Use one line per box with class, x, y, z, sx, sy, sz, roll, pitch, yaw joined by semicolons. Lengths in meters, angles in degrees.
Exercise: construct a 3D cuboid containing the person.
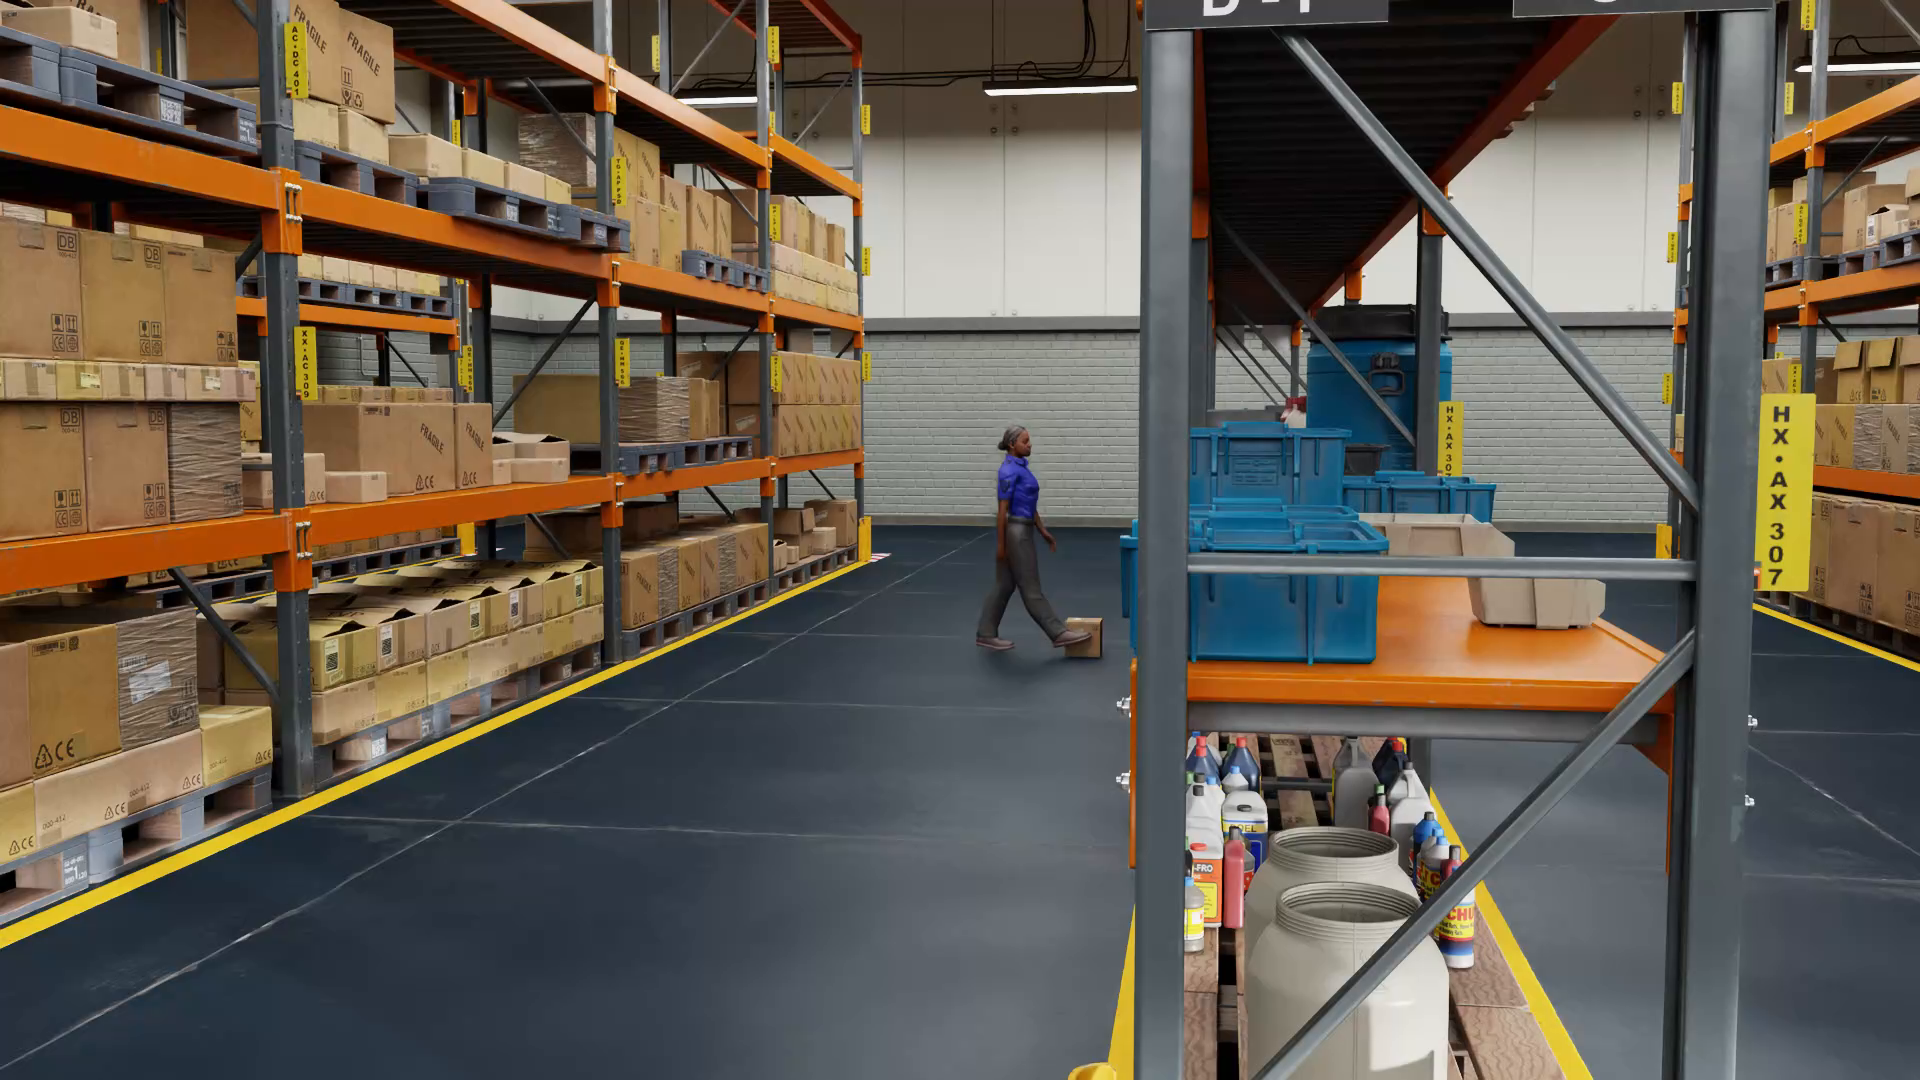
person;0.537;-0.013;11.976;0.861;1.628;0.451;1;5;8
